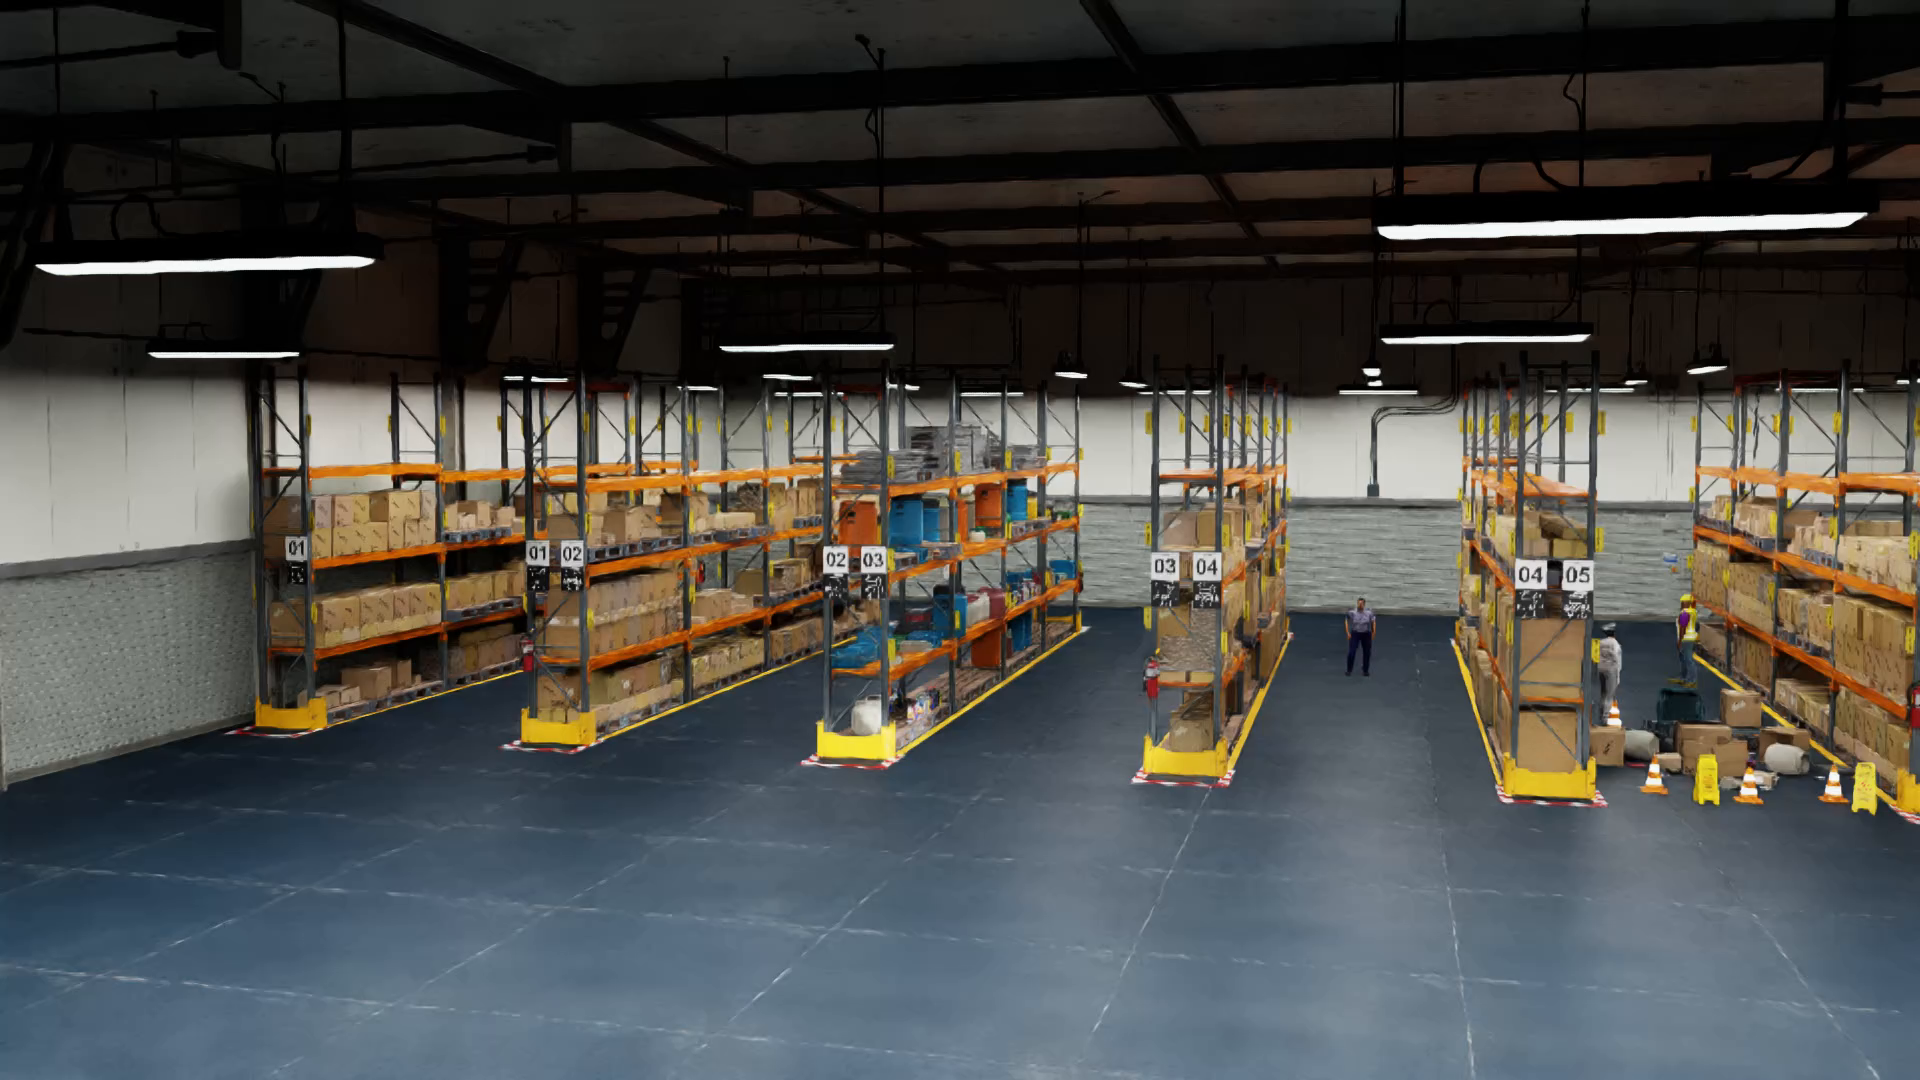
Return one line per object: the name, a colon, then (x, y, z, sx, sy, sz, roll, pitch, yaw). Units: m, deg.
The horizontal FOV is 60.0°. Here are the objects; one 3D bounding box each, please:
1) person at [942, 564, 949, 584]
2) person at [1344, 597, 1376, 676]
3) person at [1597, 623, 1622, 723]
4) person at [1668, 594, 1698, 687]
person: (-0.251, 1.025, 45.215, 0.581, 1.731, 0.953, 3, 5, 38)
person: (7.996, 1.972, 33.246, 0.625, 1.495, 0.517, 1, 4, 12)
person: (10.915, 2.229, 27.882, 0.409, 1.677, 0.532, -1, 4, -15)
person: (13.896, 1.909, 31.903, 0.592, 1.764, 0.687, 3, 5, 34)
